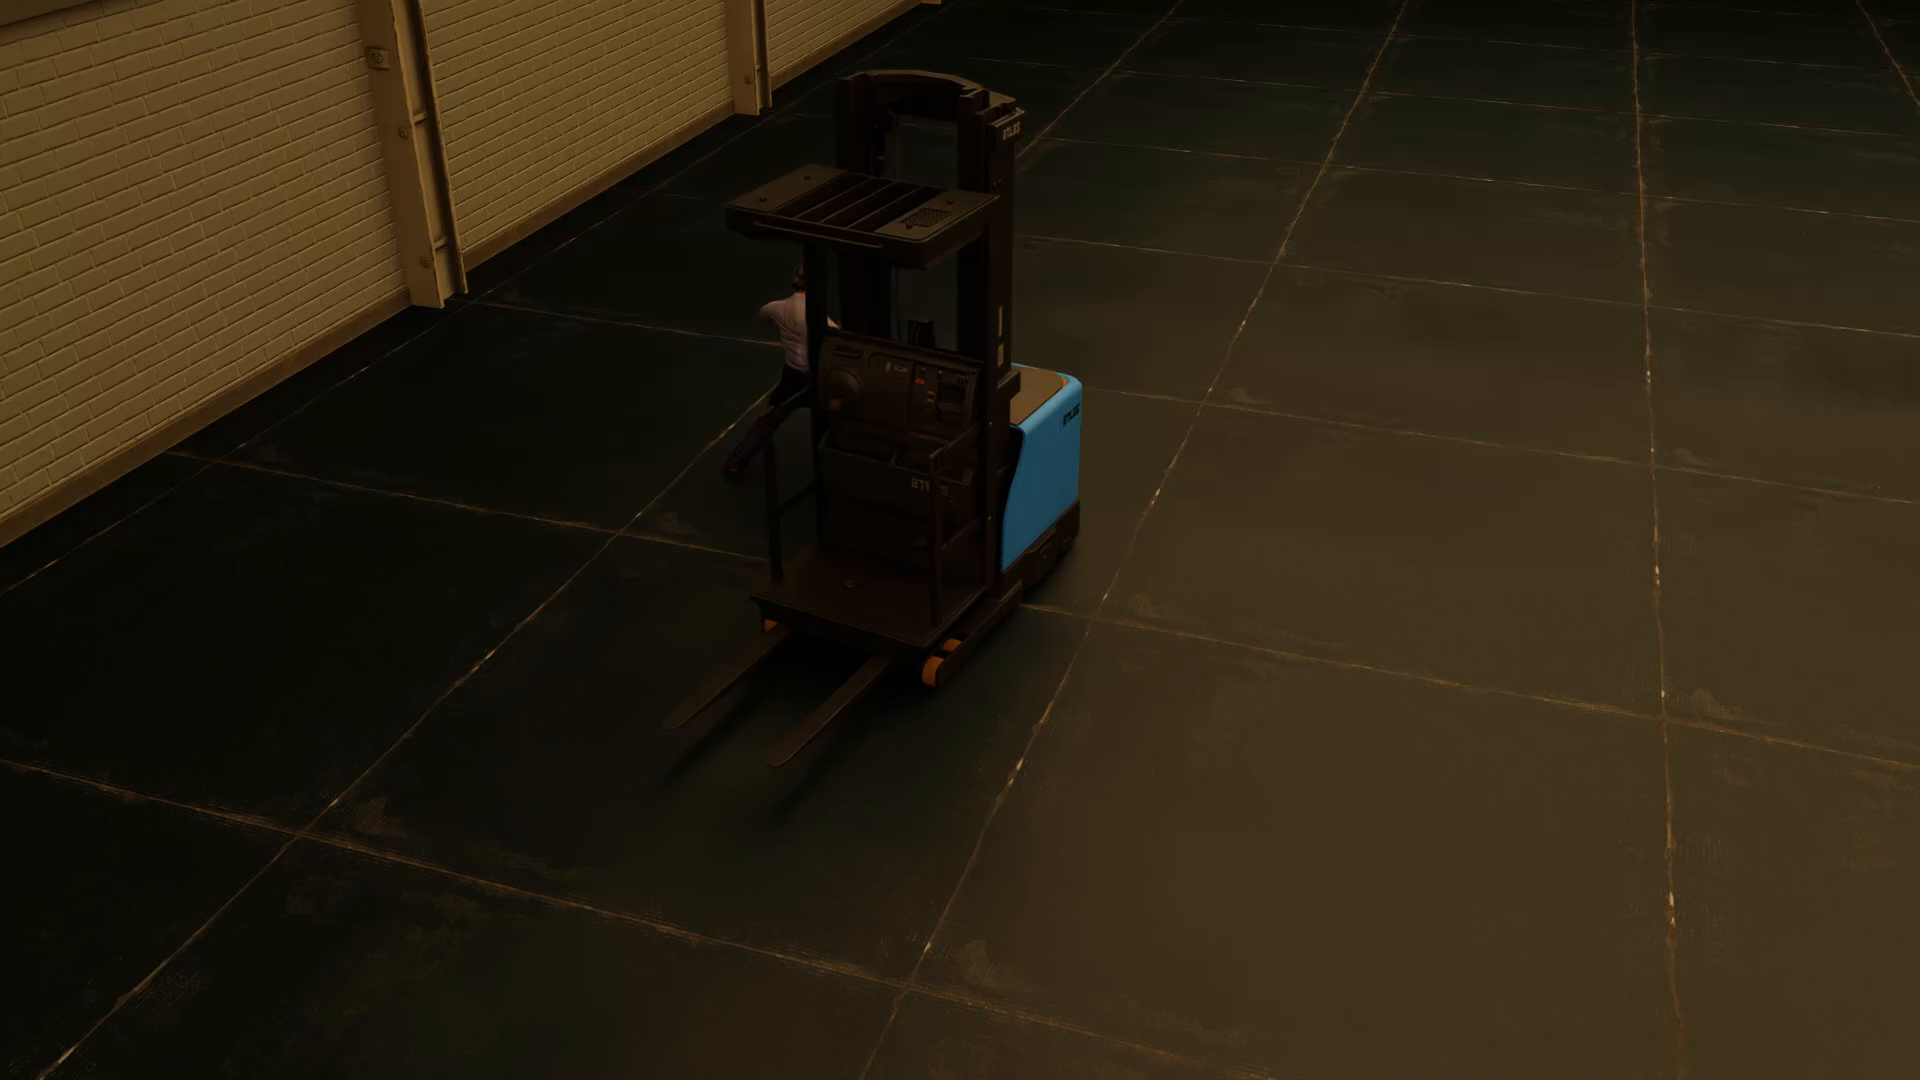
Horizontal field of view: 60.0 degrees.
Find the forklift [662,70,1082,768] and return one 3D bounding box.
[{"bbox_3d":[-0.430,-0.753,8.457,1.130,2.935,3.031,15,33,25],"label":"forklift"}]

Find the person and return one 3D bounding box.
[{"bbox_3d":[-0.901,-1.079,10.535,1.107,1.477,0.959,20,35,31],"label":"person"}]
